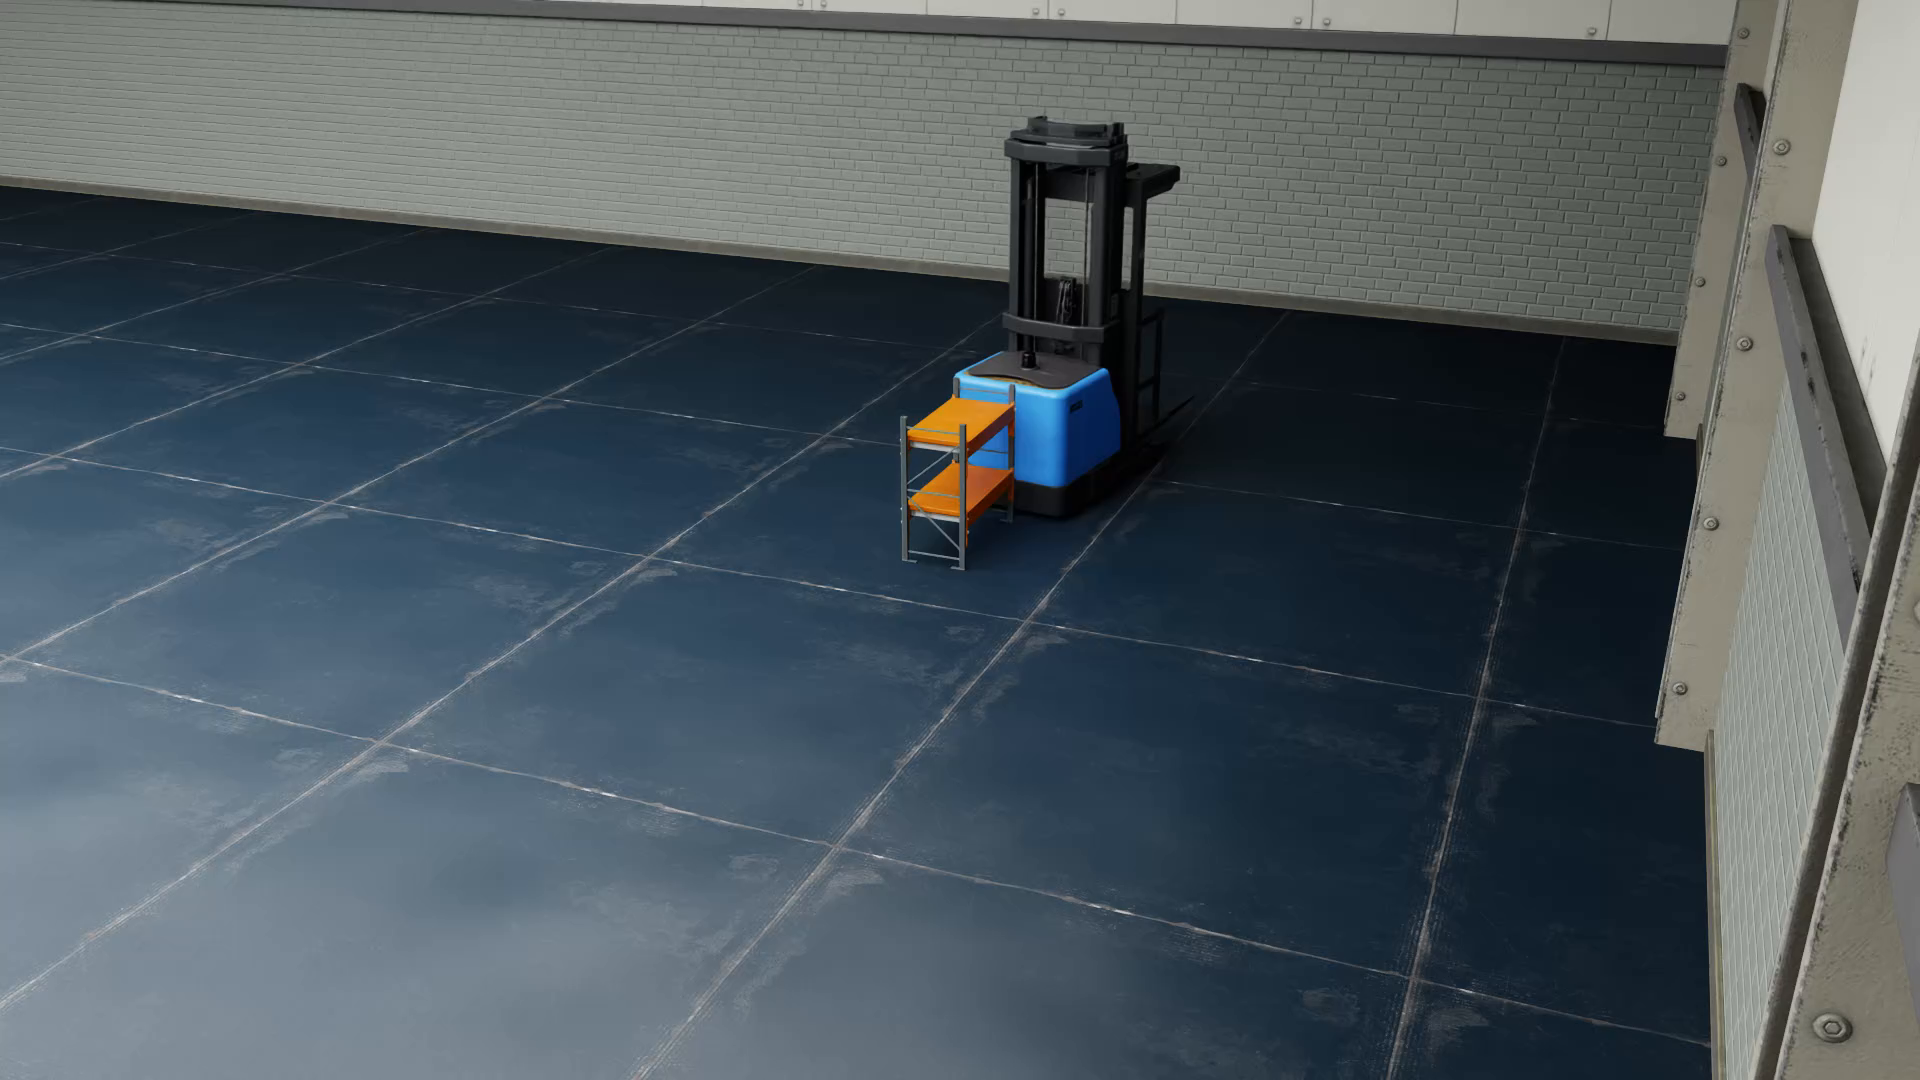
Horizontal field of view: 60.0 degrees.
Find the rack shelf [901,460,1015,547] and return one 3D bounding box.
[{"bbox_3d":[-0.003,-0.291,12.622,0.538,0.278,1.000,9,24,20],"label":"rack shelf"}]

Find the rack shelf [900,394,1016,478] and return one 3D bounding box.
[{"bbox_3d":[-0.003,-0.787,12.415,0.538,0.278,1.000,9,24,20],"label":"rack shelf"}]

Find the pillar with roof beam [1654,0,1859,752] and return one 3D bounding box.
[{"bbox_3d":[0.340,-3.612,9.721,9.100,9.000,0.400,9,24,20],"label":"pillar with roof beam"}]

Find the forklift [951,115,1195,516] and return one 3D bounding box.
[{"bbox_3d":[1.114,-2.060,13.879,1.130,2.935,3.031,13,26,28],"label":"forklift"}]

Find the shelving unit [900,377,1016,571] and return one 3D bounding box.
[{"bbox_3d":[-0.003,-0.517,12.527,0.538,1.125,1.048,9,24,20],"label":"shelving unit"}]

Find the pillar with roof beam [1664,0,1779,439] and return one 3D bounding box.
[{"bbox_3d":[2.568,-5.759,14.862,9.100,9.000,0.400,9,24,20],"label":"pillar with roof beam"}]

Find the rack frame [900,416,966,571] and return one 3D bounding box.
[{"bbox_3d":[-0.191,-0.335,12.092,0.500,1.125,0.032,9,24,20],"label":"rack frame"}]

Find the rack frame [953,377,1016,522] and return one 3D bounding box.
[{"bbox_3d":[0.186,-0.699,12.963,0.500,1.125,0.032,9,24,20],"label":"rack frame"}]
